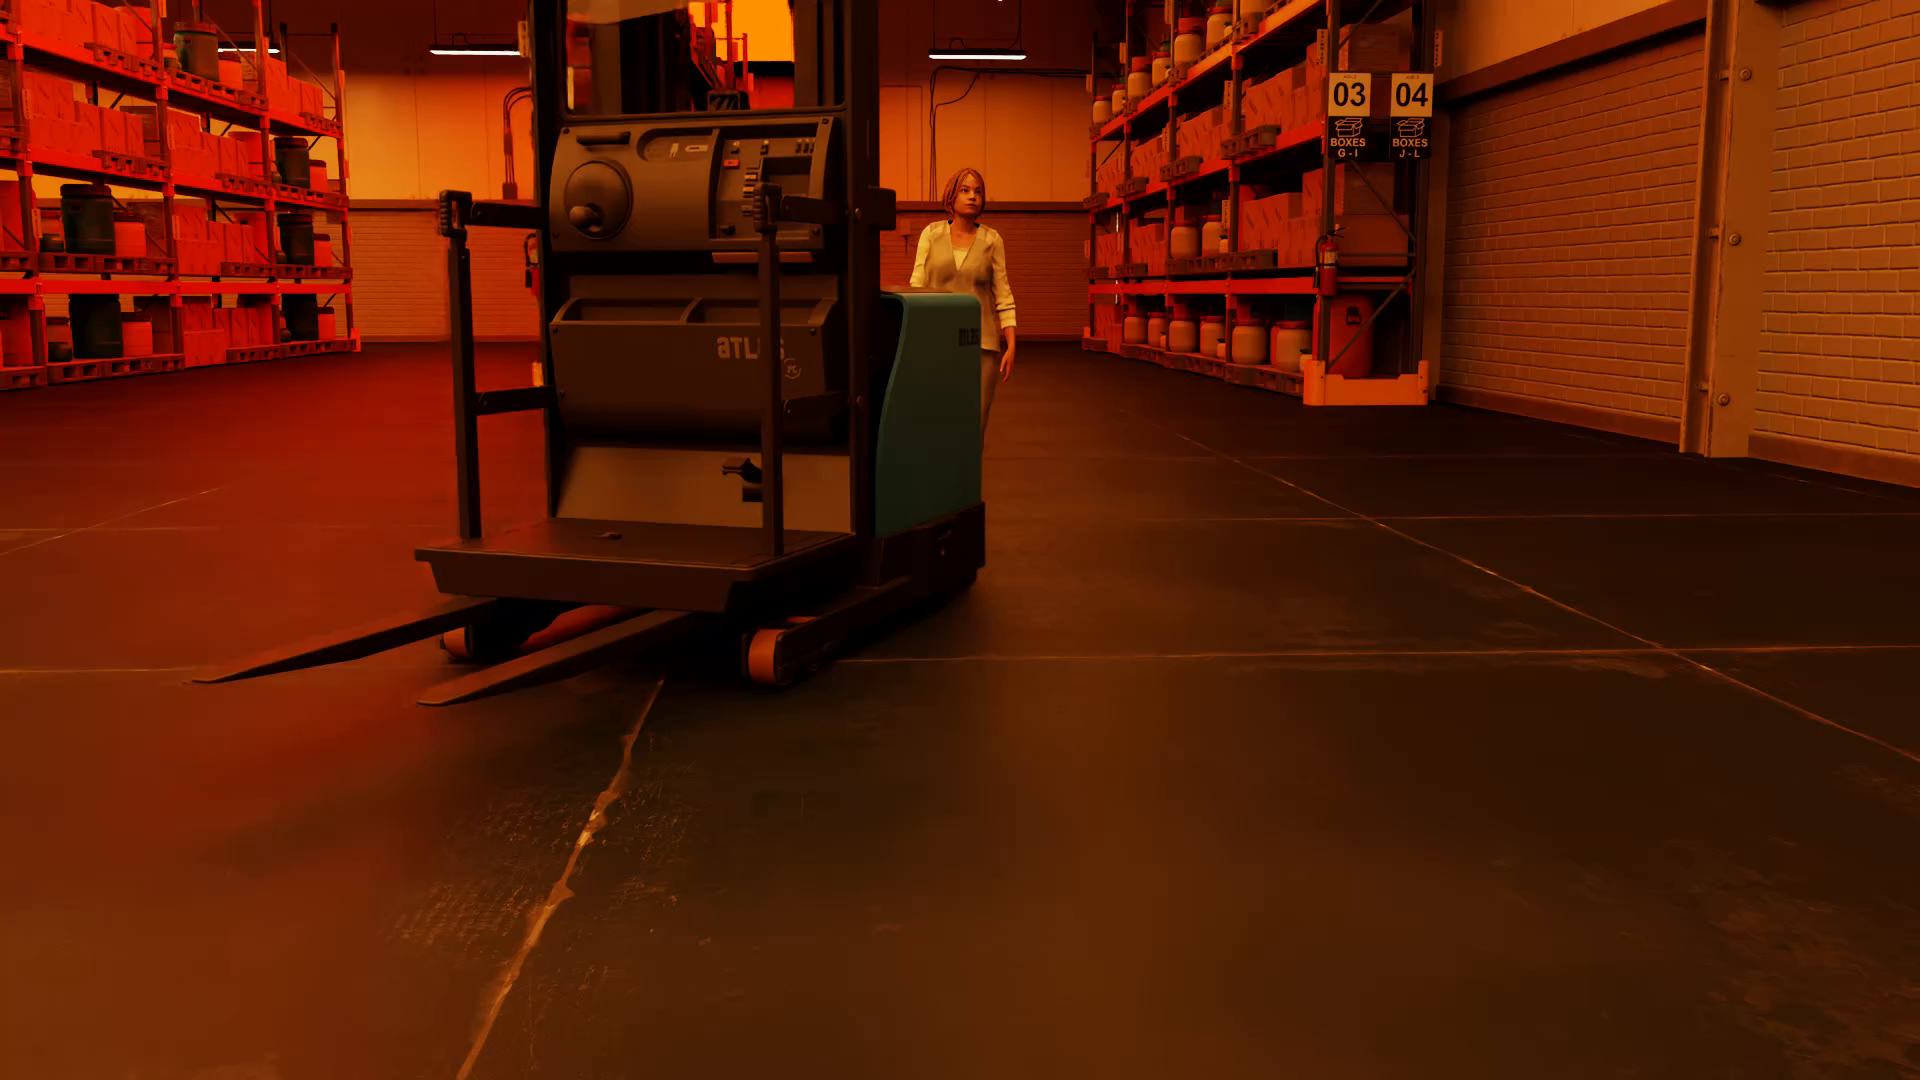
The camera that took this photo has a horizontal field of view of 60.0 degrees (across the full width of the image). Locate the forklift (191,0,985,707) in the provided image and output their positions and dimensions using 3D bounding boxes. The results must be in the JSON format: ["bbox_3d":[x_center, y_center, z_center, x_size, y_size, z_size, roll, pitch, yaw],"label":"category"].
[{"bbox_3d":[-0.887,-1.112,4.818,1.130,2.935,3.031,3,9,20],"label":"forklift"}]

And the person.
[{"bbox_3d":[-0.010,-0.786,7.117,0.520,1.599,0.473,-1,8,-4],"label":"person"}]
